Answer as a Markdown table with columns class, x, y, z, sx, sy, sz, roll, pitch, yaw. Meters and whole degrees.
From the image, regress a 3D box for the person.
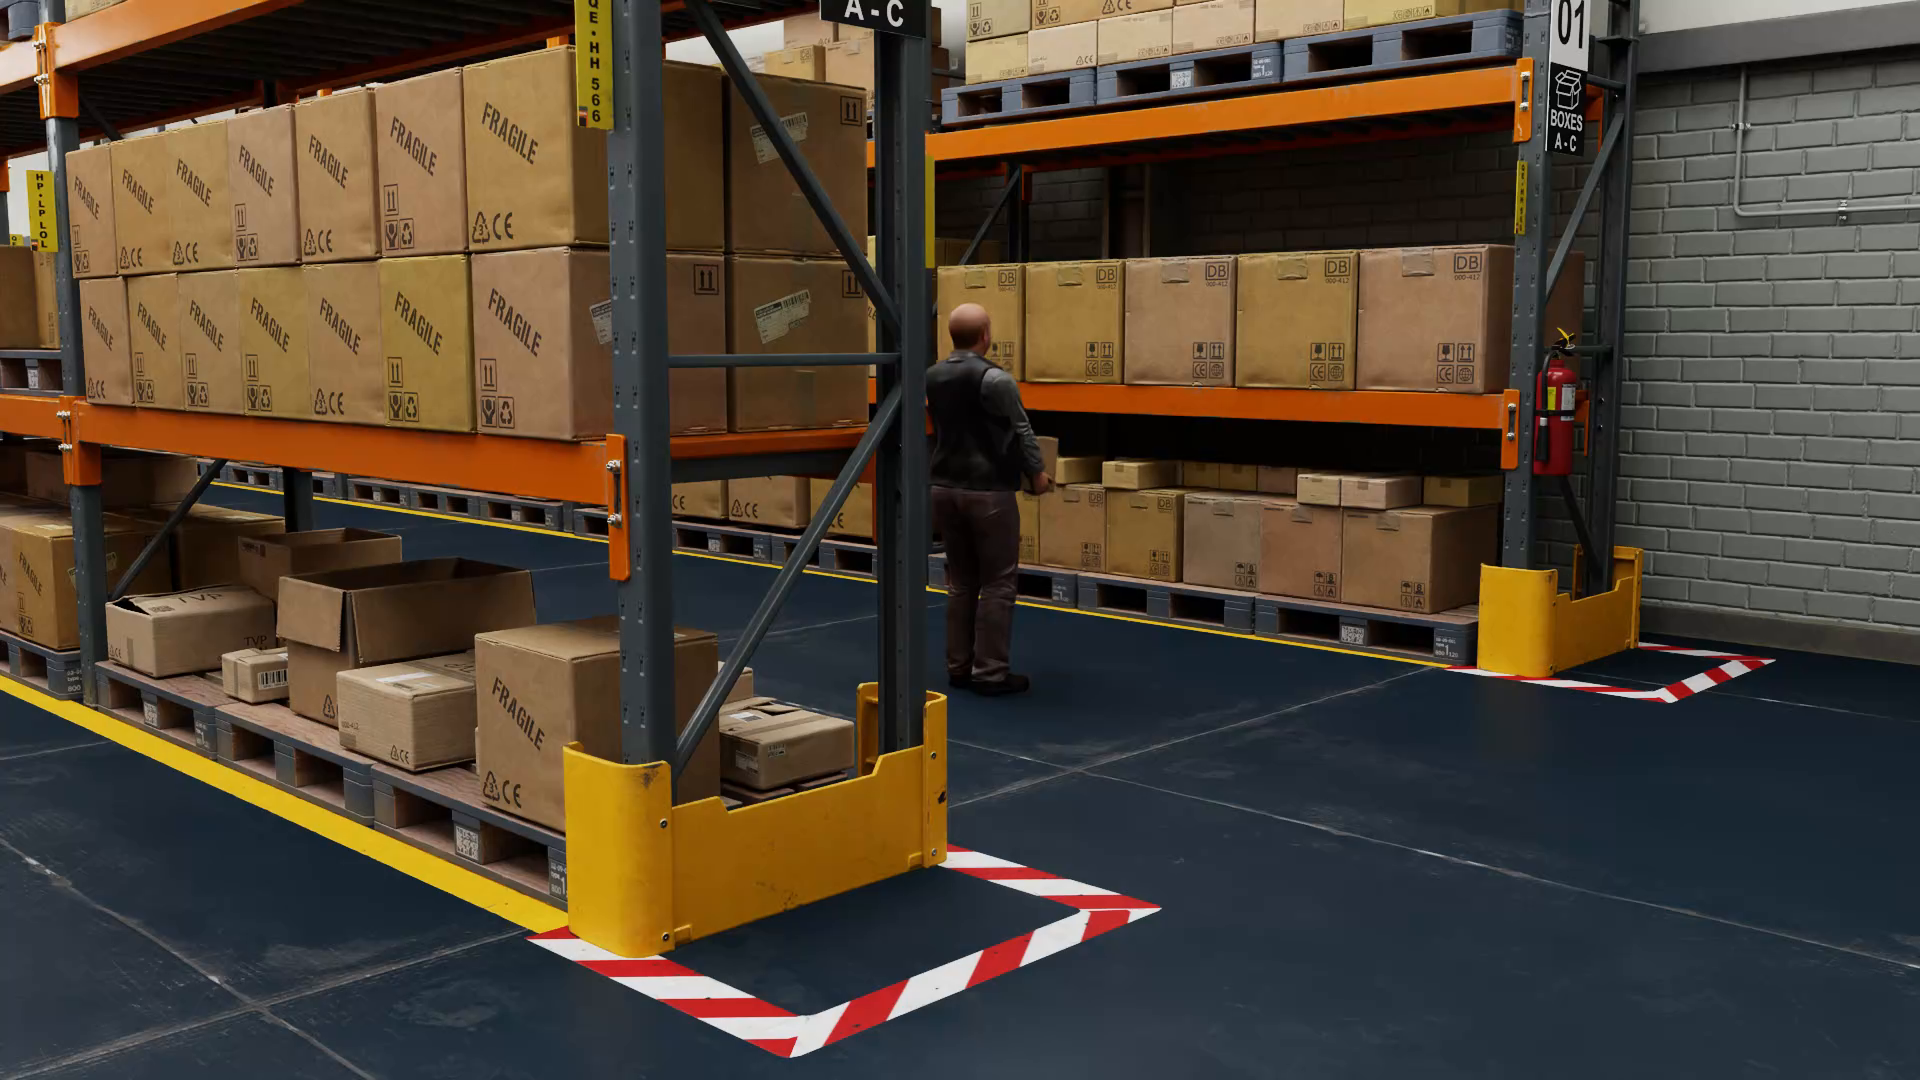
| class | x | y | z | sx | sy | sz | roll | pitch | yaw |
| --- | --- | --- | --- | --- | --- | --- | --- | --- | --- |
| person | 0.126 | -0.194 | 7.461 | 0.495 | 1.720 | 0.556 | 7 | 10 | 43 |
